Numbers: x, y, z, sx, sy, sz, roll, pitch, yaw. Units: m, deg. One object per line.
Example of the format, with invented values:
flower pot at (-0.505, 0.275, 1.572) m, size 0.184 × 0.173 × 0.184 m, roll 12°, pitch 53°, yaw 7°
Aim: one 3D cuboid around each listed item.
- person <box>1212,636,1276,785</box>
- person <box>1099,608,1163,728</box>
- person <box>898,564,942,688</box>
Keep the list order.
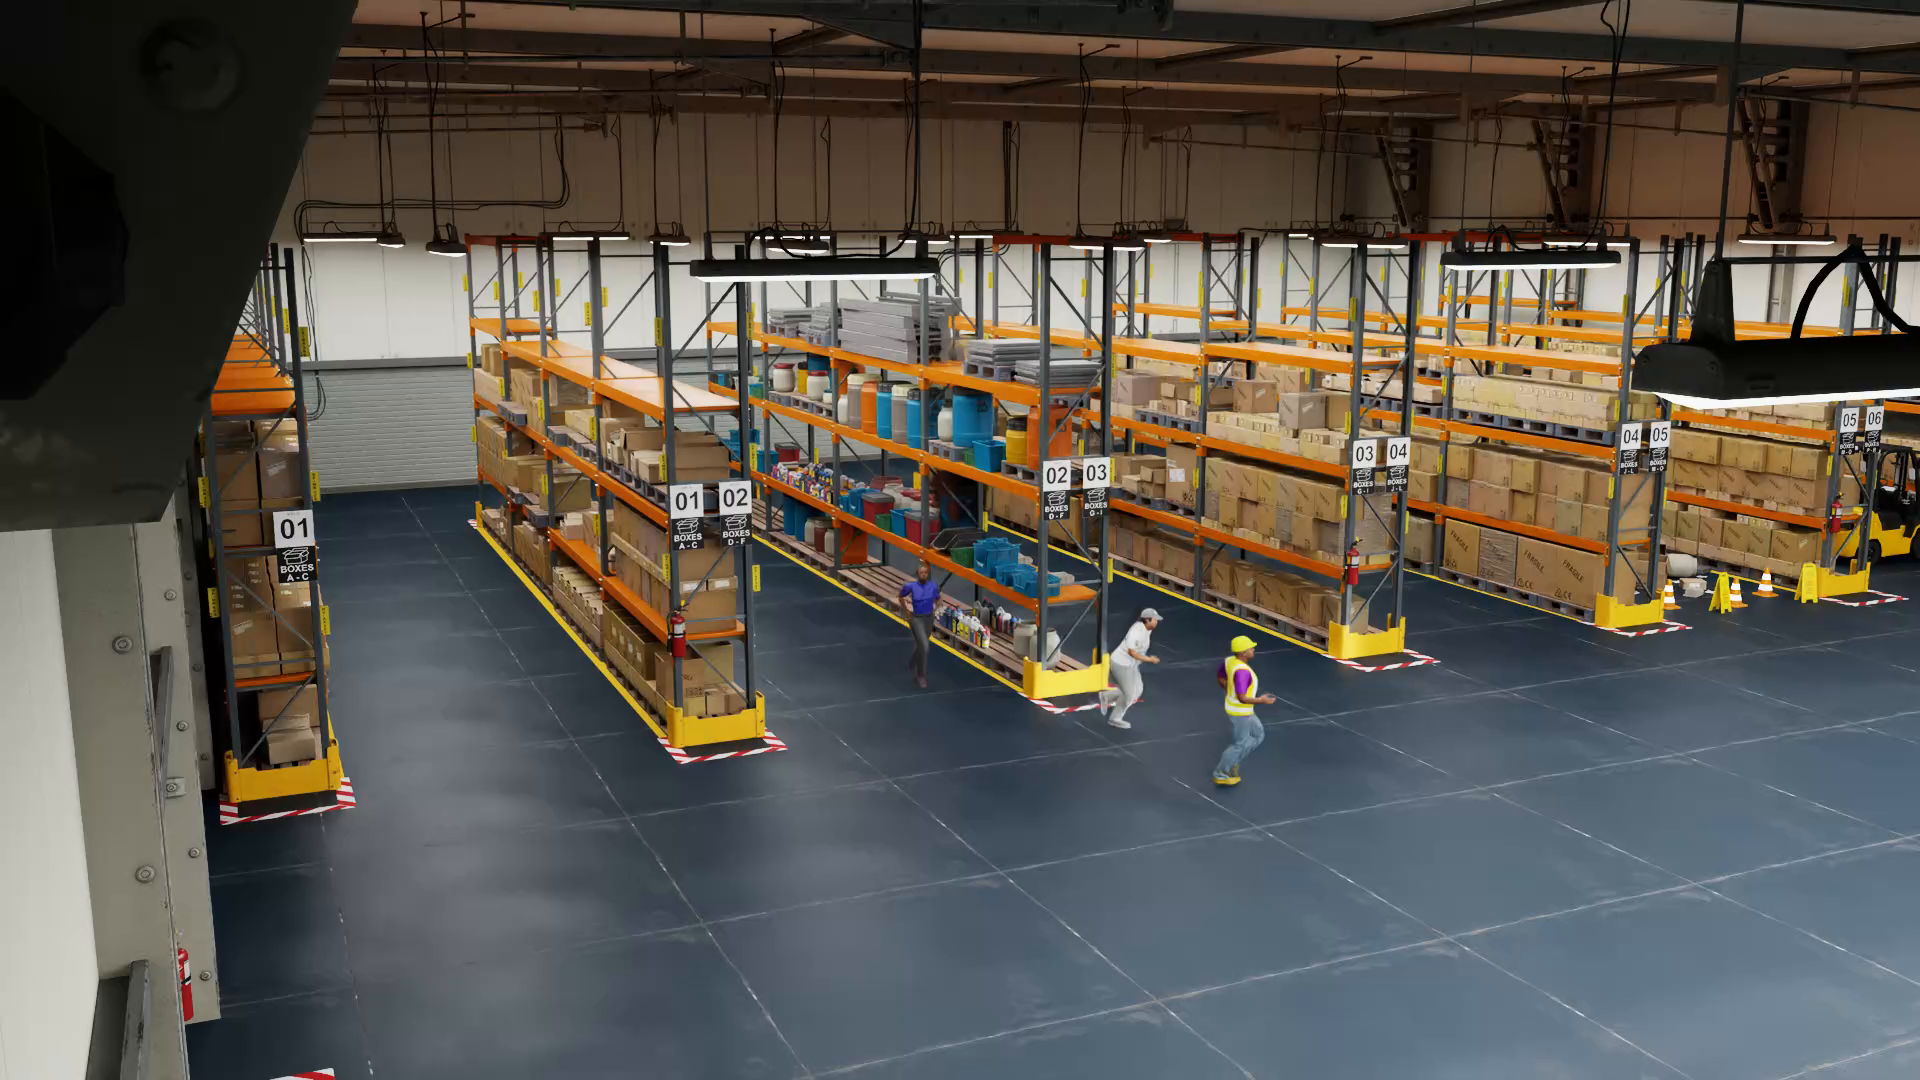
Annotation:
person at (3.180, 1.919, 18.643) m, size 0.657 × 1.746 × 0.672 m, roll 1°, pitch 11°, yaw 3°
person at (2.159, 1.588, 20.975) m, size 0.798 × 1.540 × 0.617 m, roll 3°, pitch 12°, yaw 17°
person at (-0.512, 1.168, 22.868) m, size 0.546 × 1.725 × 0.742 m, roll -6°, pitch 13°, yaw -28°
